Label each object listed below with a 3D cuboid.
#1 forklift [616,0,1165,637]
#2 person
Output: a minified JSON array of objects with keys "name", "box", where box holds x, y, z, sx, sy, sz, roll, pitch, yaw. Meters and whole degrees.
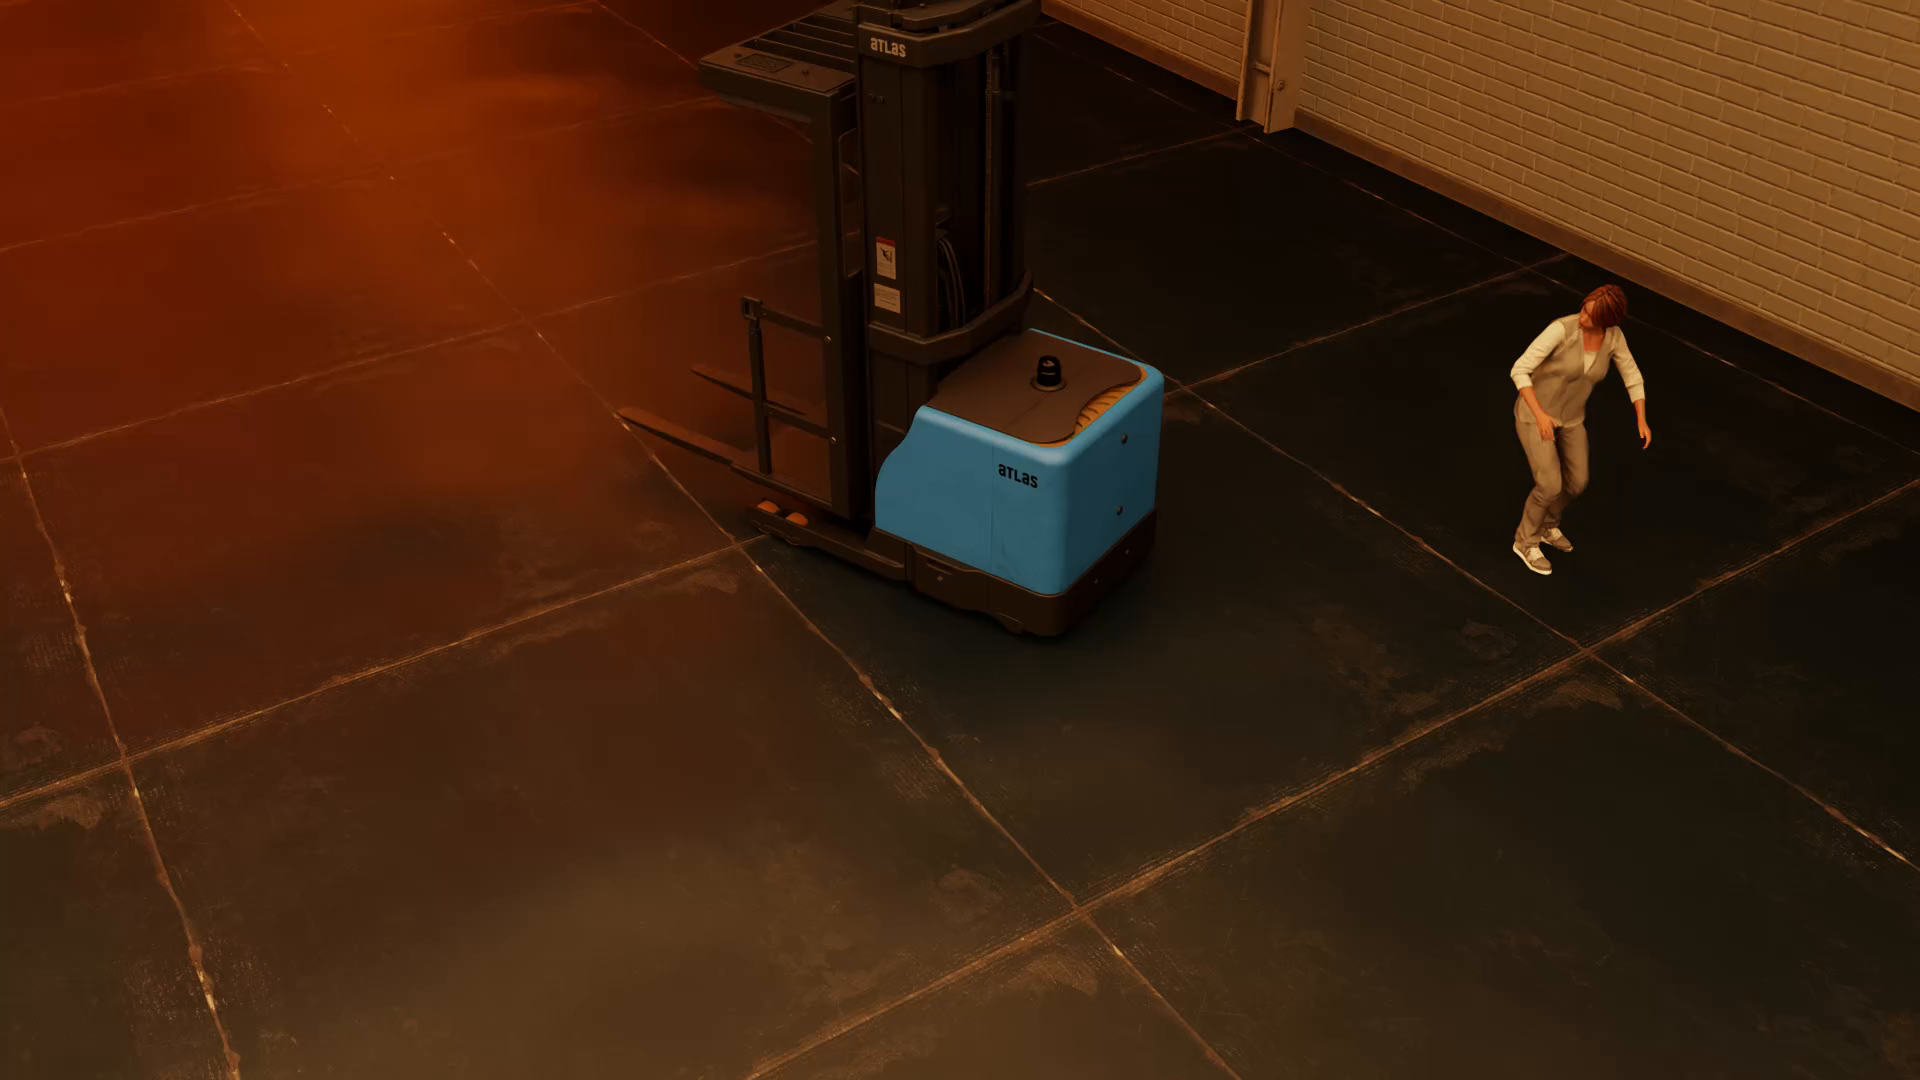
[{"name":"forklift","box":[-0.500,-1.399,8.138,3.031,2.935,1.130,22,41,28]},{"name":"person","box":[3.002,-0.543,8.168,0.660,1.547,0.538,-9,36,-13]}]
